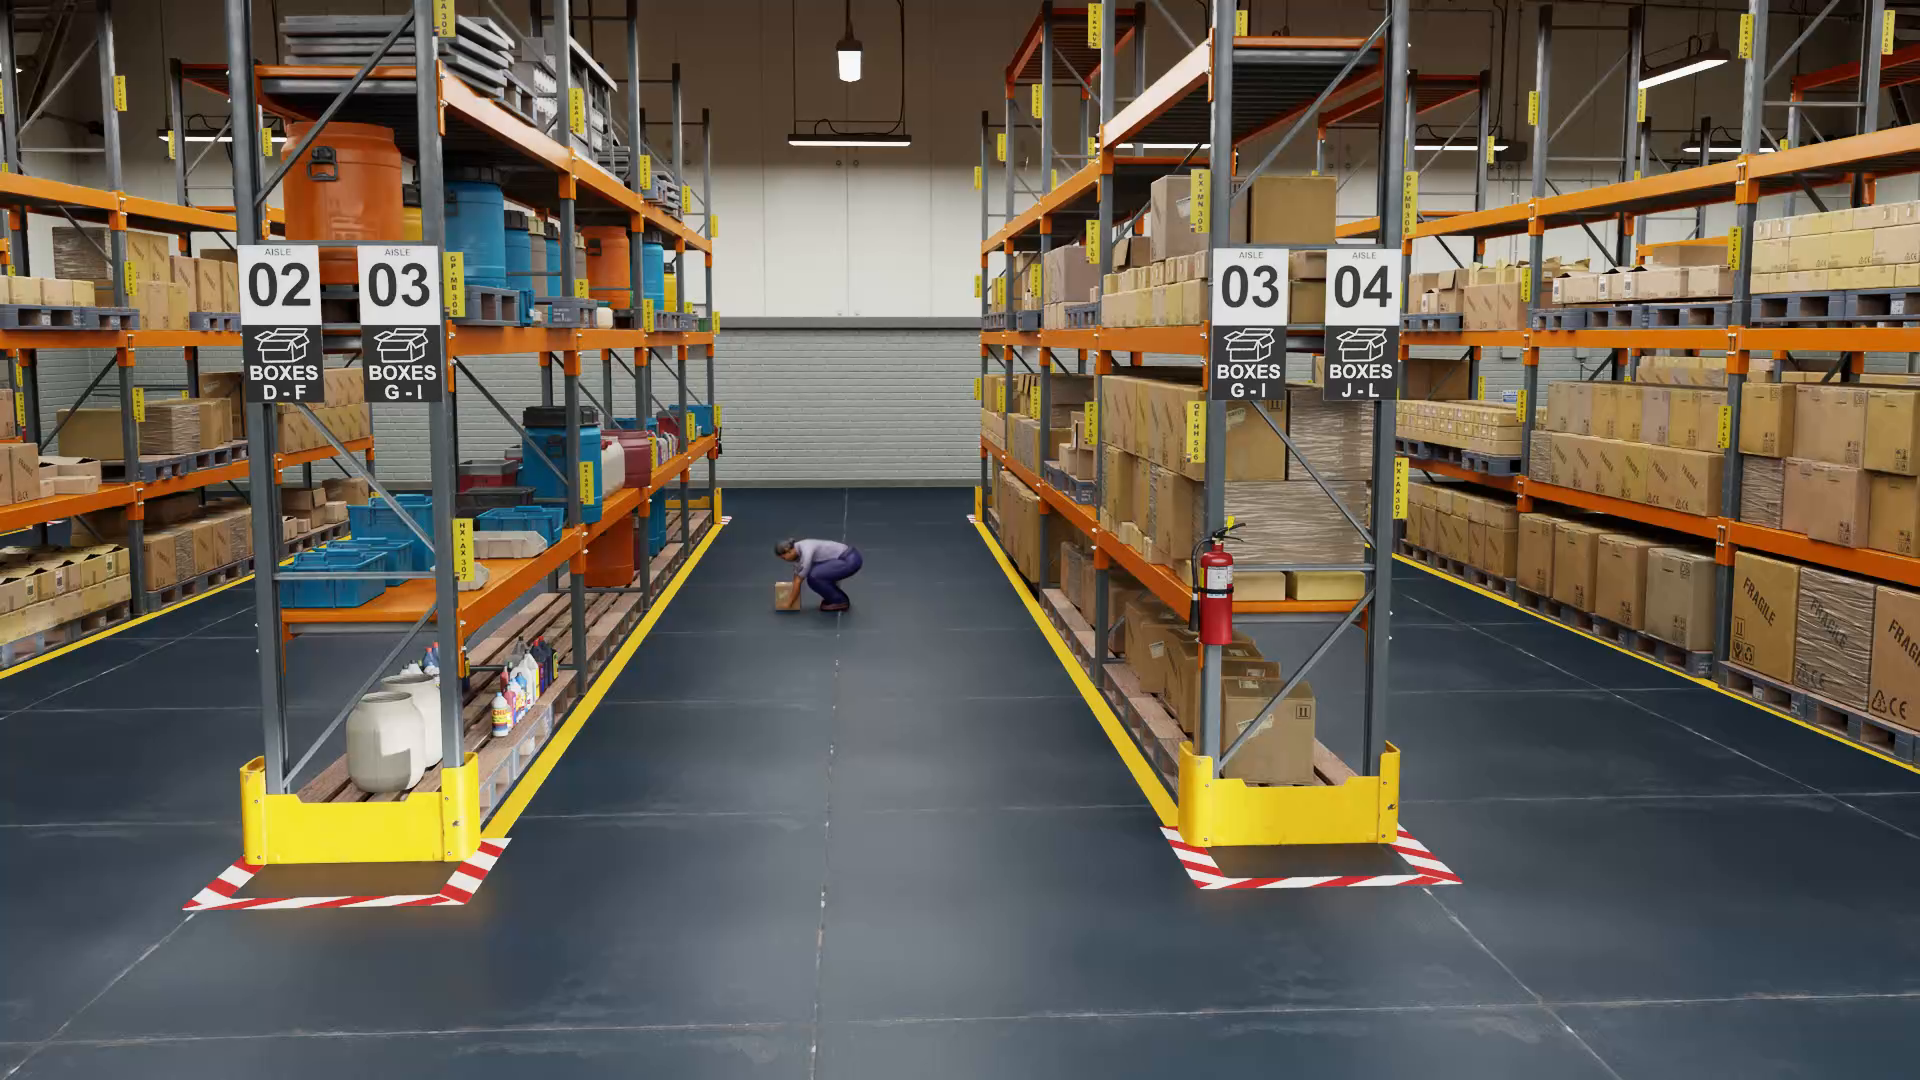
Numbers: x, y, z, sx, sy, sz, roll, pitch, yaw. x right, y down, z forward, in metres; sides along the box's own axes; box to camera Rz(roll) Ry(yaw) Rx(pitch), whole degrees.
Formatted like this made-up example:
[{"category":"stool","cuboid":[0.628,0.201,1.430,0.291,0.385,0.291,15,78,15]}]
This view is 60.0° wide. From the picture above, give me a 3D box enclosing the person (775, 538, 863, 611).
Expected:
[{"category":"person","cuboid":[-1.430,0.345,16.885,0.889,0.736,0.506,-1,7,-5]}]
